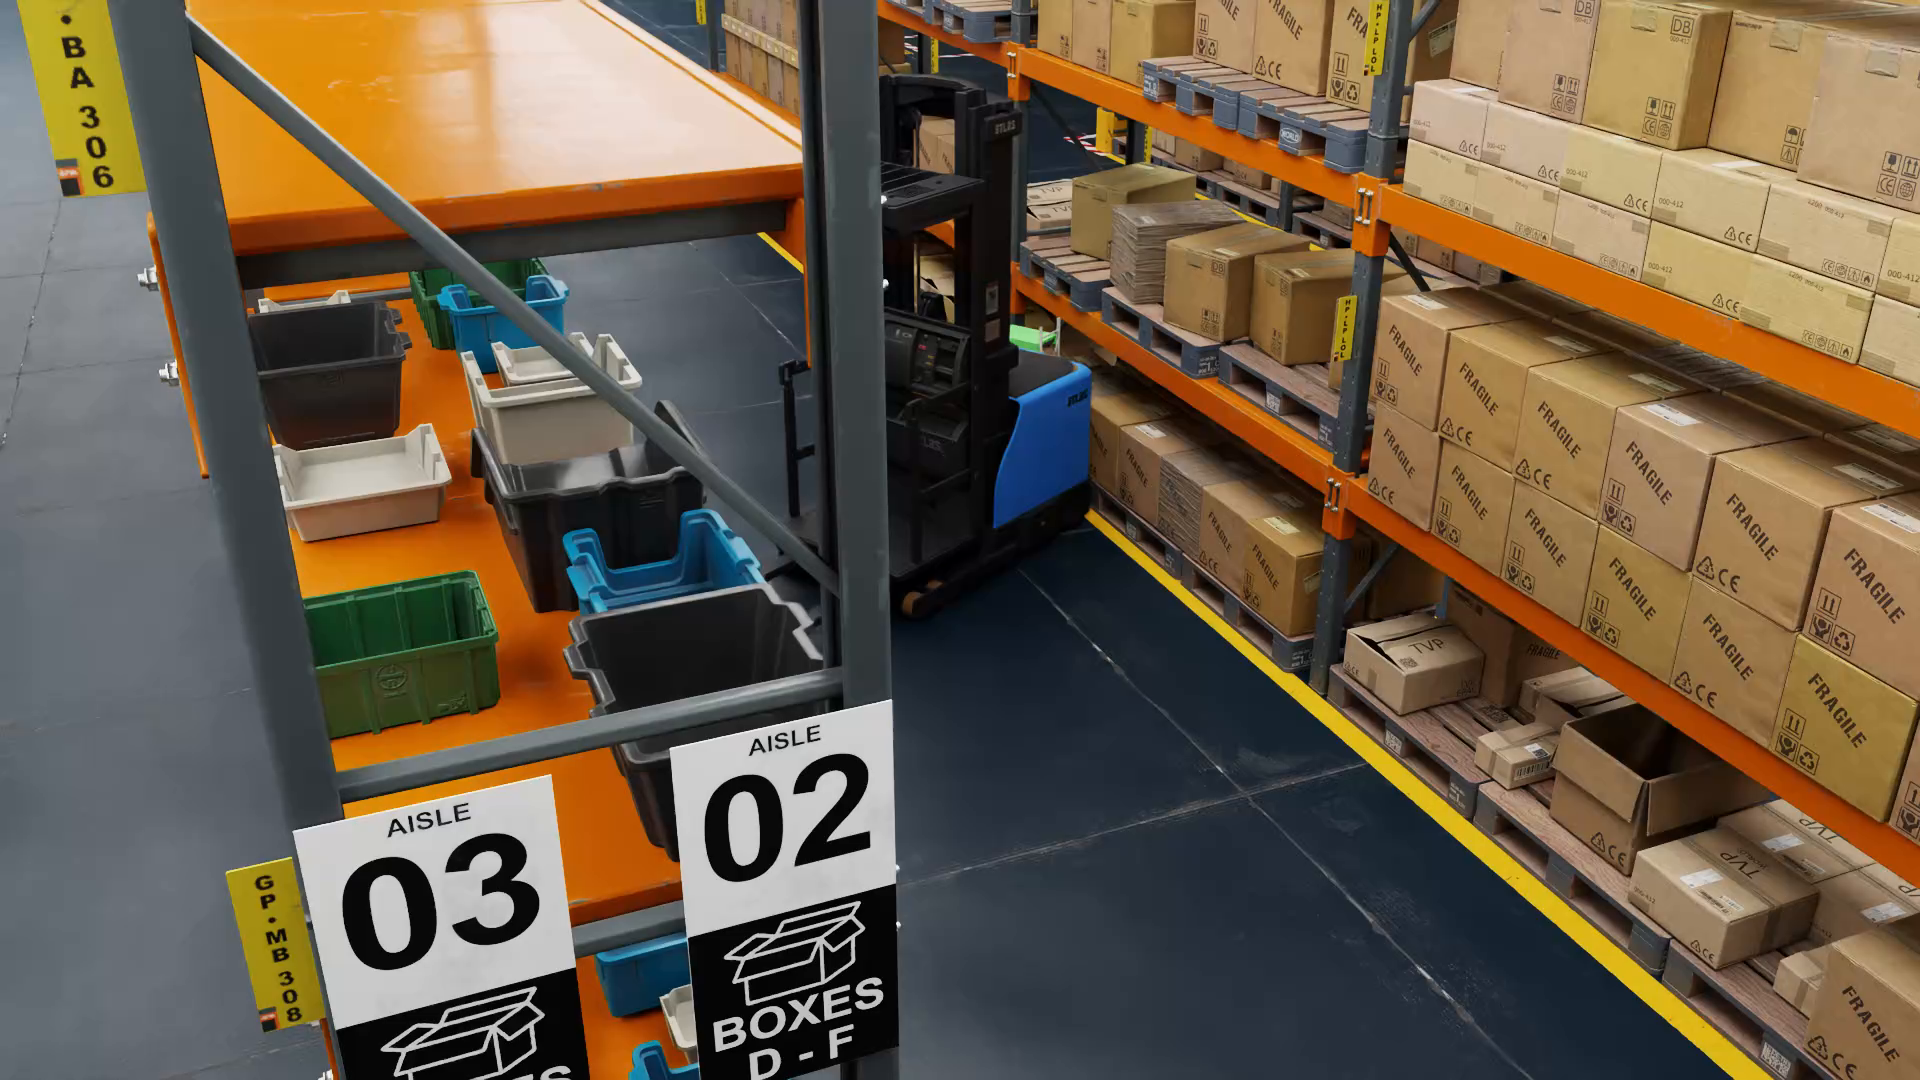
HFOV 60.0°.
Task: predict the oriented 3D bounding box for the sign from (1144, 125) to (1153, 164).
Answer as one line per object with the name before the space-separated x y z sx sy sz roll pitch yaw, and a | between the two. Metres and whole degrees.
sign | 1.320 -2.804 11.845 0.100 0.325 0.005 -11 28 -21

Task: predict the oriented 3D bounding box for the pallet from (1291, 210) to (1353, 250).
pallet | 4.121 -3.123 16.905 1.003 0.211 1.213 -11 28 -21

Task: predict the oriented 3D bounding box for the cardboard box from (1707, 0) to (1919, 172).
cardboard box | 3.219 -1.657 6.053 0.700 0.500 0.500 -11 28 -21

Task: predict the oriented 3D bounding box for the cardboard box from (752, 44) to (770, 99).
cardboard box | -1.738 -4.894 17.240 0.700 0.500 0.500 -10 28 -20

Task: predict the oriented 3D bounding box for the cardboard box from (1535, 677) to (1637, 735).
cardboard box | 3.169 0.887 8.078 0.500 0.311 0.500 -11 28 -21

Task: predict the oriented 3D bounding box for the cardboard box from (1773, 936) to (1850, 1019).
cardboard box | 3.442 1.727 6.523 0.380 0.166 0.250 -11 28 -21

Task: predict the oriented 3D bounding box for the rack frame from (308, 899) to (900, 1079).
rack frame | -0.602 1.857 3.528 1.000 3.000 0.127 -11 28 -21

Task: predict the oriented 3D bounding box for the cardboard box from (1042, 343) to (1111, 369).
cardboard box | 0.740 -1.064 11.858 0.500 0.500 0.500 -9 28 -18

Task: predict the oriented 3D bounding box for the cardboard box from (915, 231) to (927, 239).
cardboard box | -0.618 -2.630 14.733 0.500 0.311 0.500 -11 28 -21

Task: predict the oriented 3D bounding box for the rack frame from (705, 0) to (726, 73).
rack frame | -2.308 -5.452 18.498 1.000 3.000 0.127 -11 28 -21

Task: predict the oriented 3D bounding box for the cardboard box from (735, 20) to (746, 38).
cardboard box | -2.151 -5.386 17.509 0.380 0.149 0.250 -10 28 -20

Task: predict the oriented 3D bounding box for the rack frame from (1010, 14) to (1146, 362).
rack frame | 0.825 -2.222 11.883 1.000 3.000 0.127 -11 28 -21

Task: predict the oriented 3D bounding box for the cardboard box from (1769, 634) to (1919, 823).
cardboard box | 3.325 0.619 5.949 0.500 0.500 0.500 -10 28 -20

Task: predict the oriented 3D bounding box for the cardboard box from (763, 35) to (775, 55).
cardboard box | -1.752 -4.972 16.662 0.380 0.149 0.250 -10 28 -20

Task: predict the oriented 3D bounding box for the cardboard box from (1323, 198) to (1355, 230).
cardboard box | 4.118 -3.470 16.786 0.700 0.500 0.500 -10 28 -19

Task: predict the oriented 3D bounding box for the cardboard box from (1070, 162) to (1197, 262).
cardboard box | 1.175 -2.221 11.288 0.700 0.500 0.500 -22 34 -37

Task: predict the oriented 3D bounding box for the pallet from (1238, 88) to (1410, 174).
pallet | 2.200 -2.146 8.523 1.213 0.211 1.003 -11 28 -21

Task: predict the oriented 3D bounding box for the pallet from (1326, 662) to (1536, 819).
pallet | 2.659 0.923 8.619 1.003 0.211 1.213 -11 28 -21

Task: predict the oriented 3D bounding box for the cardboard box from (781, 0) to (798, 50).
cardboard box | -1.316 -5.049 16.080 0.700 0.500 0.500 -11 28 -21

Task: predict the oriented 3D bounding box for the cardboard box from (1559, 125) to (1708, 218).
cardboard box | 2.735 -1.468 6.521 0.500 0.250 0.500 -11 28 -21

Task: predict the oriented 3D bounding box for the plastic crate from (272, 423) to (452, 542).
plastic crate | -1.639 -0.164 4.549 0.437 0.136 0.530 -11 28 -21

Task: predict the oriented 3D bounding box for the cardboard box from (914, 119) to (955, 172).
cardboard box | -0.054 -3.154 13.678 0.500 0.500 0.500 -11 28 -21

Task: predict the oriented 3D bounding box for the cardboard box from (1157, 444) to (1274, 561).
cardboard box | 1.552 -0.236 10.161 0.500 0.500 0.500 -10 28 -20

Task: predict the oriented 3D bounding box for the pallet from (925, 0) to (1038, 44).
pallet | 0.477 -3.744 11.796 1.213 0.211 1.003 -9 28 -18

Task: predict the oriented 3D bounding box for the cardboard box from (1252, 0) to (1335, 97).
cardboard box | 1.979 -2.716 8.768 0.600 0.600 0.600 -11 28 -21

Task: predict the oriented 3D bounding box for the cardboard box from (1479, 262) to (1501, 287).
cardboard box | 5.051 -2.431 14.658 0.700 0.500 0.500 -10 28 -20

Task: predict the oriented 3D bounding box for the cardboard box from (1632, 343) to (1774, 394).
cardboard box | 3.228 -0.532 7.168 0.500 0.500 0.500 -10 28 -20

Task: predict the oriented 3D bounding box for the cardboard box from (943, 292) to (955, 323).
cardboard box | 0.183 -1.805 13.045 0.500 0.311 0.500 -11 28 -21

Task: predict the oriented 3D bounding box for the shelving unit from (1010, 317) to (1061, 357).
shelving unit | 0.393 -0.956 11.341 0.503 1.200 0.258 17 31 31

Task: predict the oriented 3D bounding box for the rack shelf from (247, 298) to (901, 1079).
rack shelf | -1.385 0.025 4.682 1.077 0.370 4.000 -11 28 -21

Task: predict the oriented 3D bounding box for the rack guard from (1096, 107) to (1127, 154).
rack guard | 2.278 -5.151 20.730 1.175 0.500 0.348 -11 28 -21

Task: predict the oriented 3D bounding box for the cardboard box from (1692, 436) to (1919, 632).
cardboard box | 3.124 -0.032 6.143 0.500 0.500 0.500 -10 28 -19

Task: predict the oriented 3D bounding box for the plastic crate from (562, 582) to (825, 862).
plastic crate | -0.496 0.364 3.315 0.497 0.269 0.590 -11 28 -21

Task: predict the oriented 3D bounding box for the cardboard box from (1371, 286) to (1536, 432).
cardboard box | 2.317 -0.863 7.846 0.500 0.500 0.500 -10 28 -19

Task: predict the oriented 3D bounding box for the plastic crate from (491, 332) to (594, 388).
plastic crate | -1.320 -0.539 5.318 0.293 0.136 0.466 -11 28 -21

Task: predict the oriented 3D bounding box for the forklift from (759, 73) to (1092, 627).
forklift | -0.468 -1.094 9.651 1.130 2.935 3.031 20 32 35

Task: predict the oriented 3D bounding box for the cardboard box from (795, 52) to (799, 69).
cardboard box | -1.349 -4.558 15.813 0.380 0.149 0.250 -11 28 -21

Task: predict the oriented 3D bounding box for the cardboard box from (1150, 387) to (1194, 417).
cardboard box | 1.609 -0.751 11.216 0.500 0.500 0.500 -12 28 -22

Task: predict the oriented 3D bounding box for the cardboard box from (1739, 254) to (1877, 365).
cardboard box | 3.120 -0.839 5.801 0.500 0.250 0.500 -11 28 -21

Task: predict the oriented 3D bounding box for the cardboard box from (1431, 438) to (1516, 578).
cardboard box | 2.543 -0.194 7.614 0.500 0.500 0.500 -10 28 -20

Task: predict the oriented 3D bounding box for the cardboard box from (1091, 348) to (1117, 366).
cardboard box | 0.890 -1.437 12.930 0.500 0.250 0.500 -11 28 -21

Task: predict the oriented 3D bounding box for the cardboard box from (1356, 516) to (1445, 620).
cardboard box | 2.426 0.081 9.513 0.500 0.500 0.500 -12 28 -23

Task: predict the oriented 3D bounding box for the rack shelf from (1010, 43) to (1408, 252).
rack shelf | 1.608 -2.440 9.729 1.077 0.370 4.000 -11 28 -21

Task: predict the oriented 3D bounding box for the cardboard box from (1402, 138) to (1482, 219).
cardboard box | 2.354 -1.649 7.461 0.500 0.250 0.500 -11 28 -21

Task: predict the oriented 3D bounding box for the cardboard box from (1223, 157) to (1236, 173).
cardboard box | 3.207 -4.256 18.795 0.380 0.149 0.250 -13 29 -25

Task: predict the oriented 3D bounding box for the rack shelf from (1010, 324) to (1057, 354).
rack shelf | 0.393 -1.330 11.158 0.480 0.148 0.258 17 31 31

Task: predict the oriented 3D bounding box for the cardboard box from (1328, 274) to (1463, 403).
cardboard box | 2.411 -1.071 8.932 0.700 0.500 0.500 -22 34 -37

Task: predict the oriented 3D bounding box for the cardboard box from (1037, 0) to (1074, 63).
cardboard box | 1.026 -3.445 10.854 0.910 0.500 0.500 -11 28 -21

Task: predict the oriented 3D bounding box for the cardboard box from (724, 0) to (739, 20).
cardboard box | -2.117 -5.868 17.757 0.700 0.500 0.500 -10 28 -20
